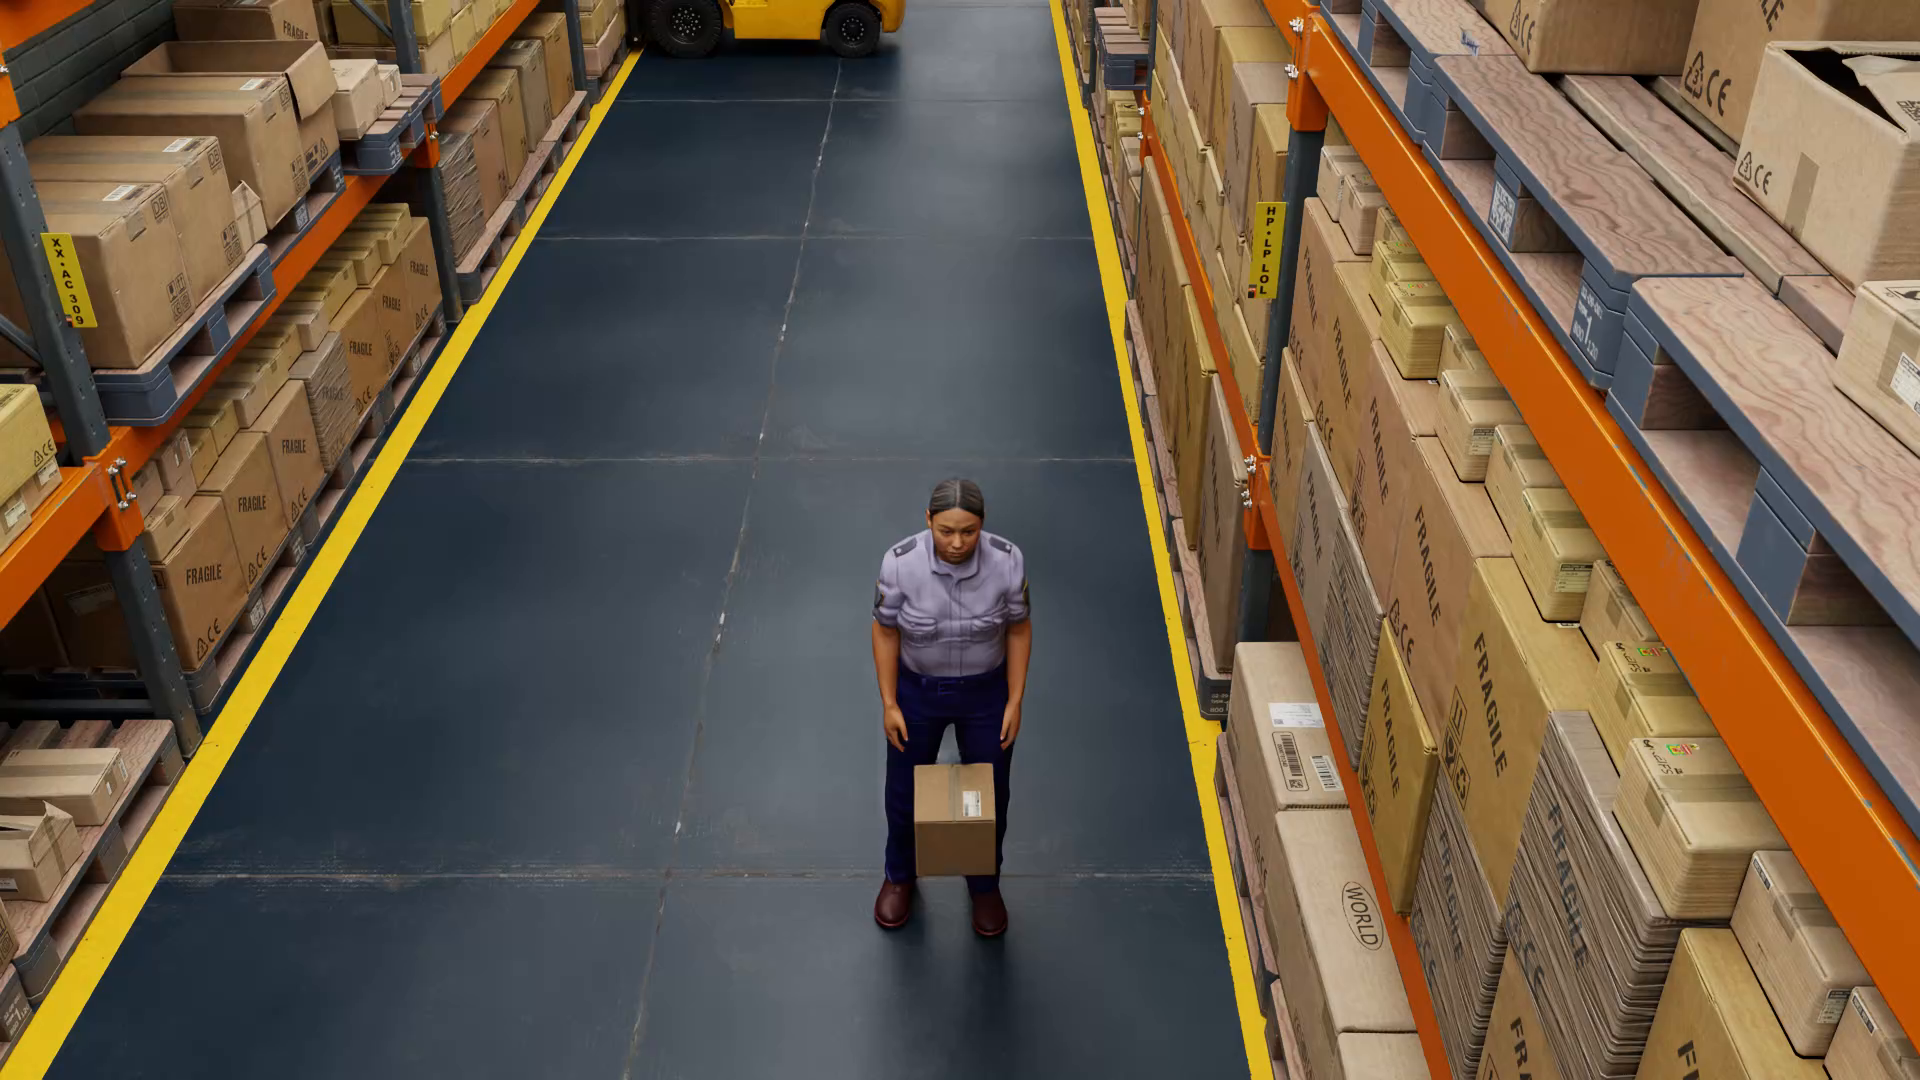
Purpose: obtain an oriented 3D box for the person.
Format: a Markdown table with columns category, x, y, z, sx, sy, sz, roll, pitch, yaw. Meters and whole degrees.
| category | x | y | z | sx | sy | sz | roll | pitch | yaw |
| --- | --- | --- | --- | --- | --- | --- | --- | --- | --- |
| person | -0.032 | 0.525 | 5.290 | 0.524 | 1.655 | 0.421 | -1 | 32 | -1 |
